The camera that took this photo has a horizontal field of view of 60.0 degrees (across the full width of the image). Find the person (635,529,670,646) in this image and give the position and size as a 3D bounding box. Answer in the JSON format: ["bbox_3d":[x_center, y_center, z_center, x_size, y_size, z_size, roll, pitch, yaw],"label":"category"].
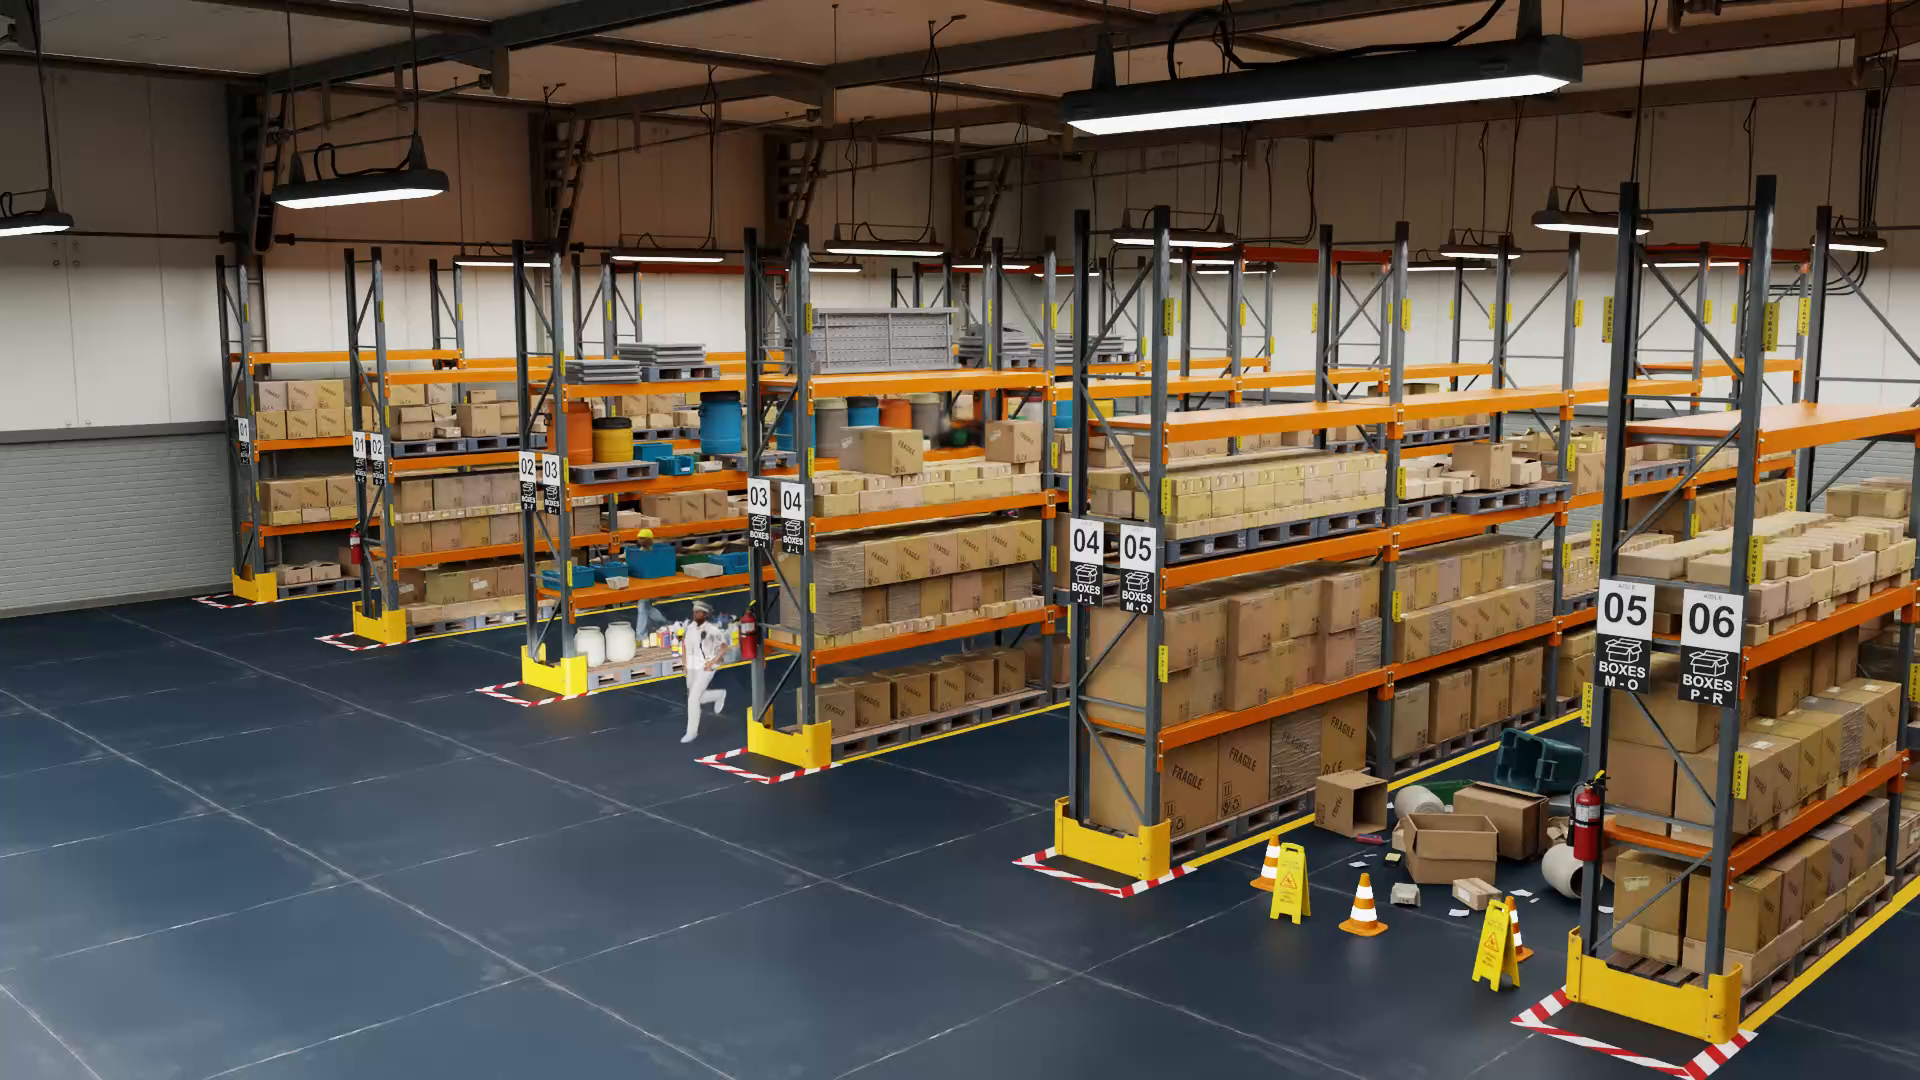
[{"bbox_3d":[-4.746,0.703,25.096,0.694,1.760,0.983,7,11,42],"label":"person"}]

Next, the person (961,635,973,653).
[{"bbox_3d":[0.094,0.892,24.270,0.648,1.724,0.616,6,10,34],"label":"person"}]

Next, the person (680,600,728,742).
[{"bbox_3d":[-3.080,1.545,20.004,0.568,1.683,0.870,6,10,35],"label":"person"}]
